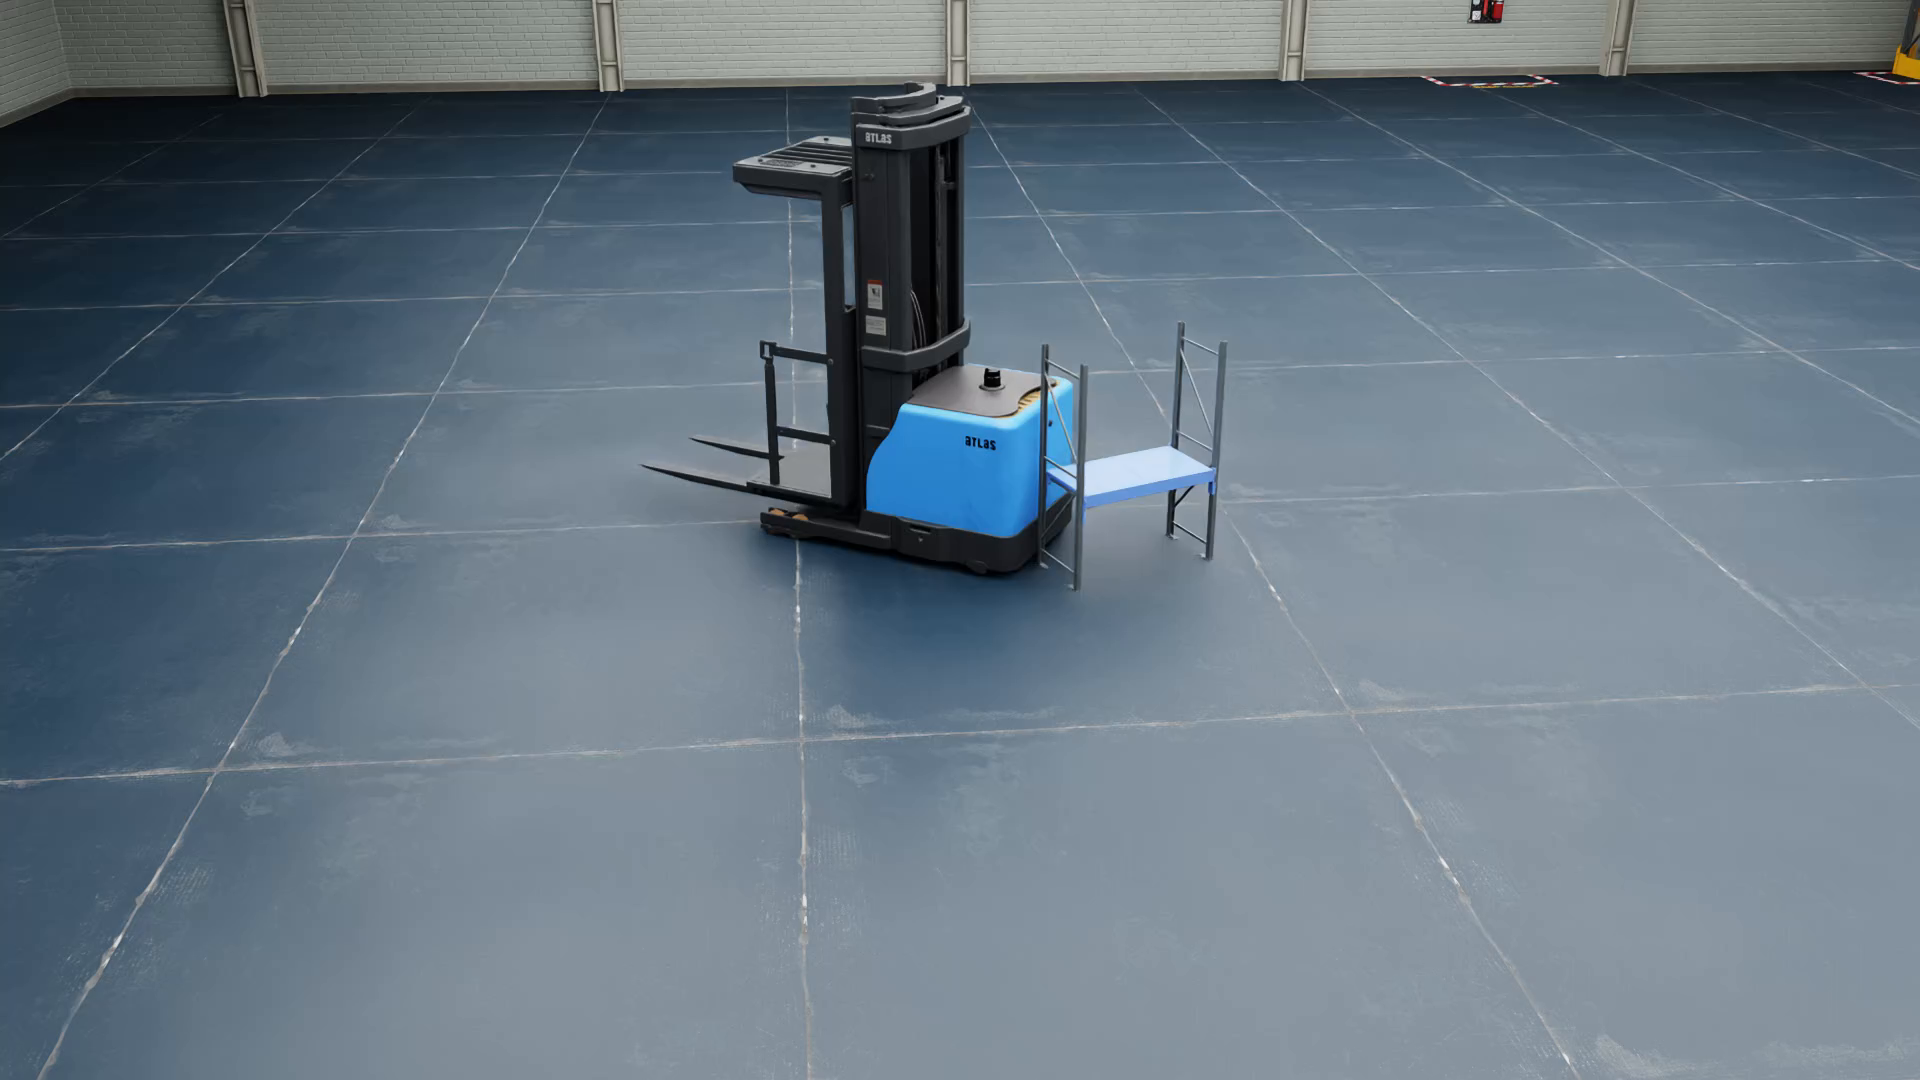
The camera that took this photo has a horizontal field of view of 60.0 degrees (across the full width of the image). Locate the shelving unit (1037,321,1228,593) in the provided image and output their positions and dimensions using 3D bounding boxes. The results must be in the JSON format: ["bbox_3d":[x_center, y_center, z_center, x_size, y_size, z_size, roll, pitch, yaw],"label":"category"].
[{"bbox_3d":[1.084,-0.541,10.620,1.048,1.500,0.538,-12,27,-25],"label":"shelving unit"}]

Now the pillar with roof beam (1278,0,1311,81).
[{"bbox_3d":[6.356,-10.629,24.083,0.400,9.000,9.100,-2,24,-5],"label":"pillar with roof beam"}]

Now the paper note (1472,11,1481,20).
[{"bbox_3d":[9.258,-9.402,29.794,0.142,0.148,0.016,-2,24,-5],"label":"paper note"}]

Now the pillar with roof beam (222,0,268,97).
[{"bbox_3d":[-11.557,-9.910,22.467,0.400,9.000,9.100,-2,24,-5],"label":"pillar with roof beam"}]

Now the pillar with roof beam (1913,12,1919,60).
[{"bbox_3d":[18.298,-11.108,25.161,0.400,9.000,9.100,-2,24,-5],"label":"pillar with roof beam"}]

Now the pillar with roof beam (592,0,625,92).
[{"bbox_3d":[-5.586,-10.150,23.006,0.400,9.000,9.100,-2,24,-5],"label":"pillar with roof beam"}]

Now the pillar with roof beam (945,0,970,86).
[{"bbox_3d":[0.385,-10.389,23.544,0.400,9.000,9.100,-2,24,-5],"label":"pillar with roof beam"}]

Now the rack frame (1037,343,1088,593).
[{"bbox_3d":[0.635,-0.444,10.403,0.032,1.500,0.500,-12,27,-25],"label":"rack frame"}]

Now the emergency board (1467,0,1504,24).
[{"bbox_3d":[9.441,-9.784,29.568,0.643,1.169,0.194,-2,24,-5],"label":"emergency board"}]

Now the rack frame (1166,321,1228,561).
[{"bbox_3d":[1.534,-0.637,10.836,0.032,1.500,0.500,-12,27,-25],"label":"rack frame"}]

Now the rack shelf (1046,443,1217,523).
[{"bbox_3d":[1.084,-0.376,10.693,1.000,0.185,0.538,-12,27,-25],"label":"rack shelf"}]

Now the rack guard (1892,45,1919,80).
[{"bbox_3d":[17.339,-8.590,29.959,0.348,0.500,1.175,-2,24,-5],"label":"rack guard"}]

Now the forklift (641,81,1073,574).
[{"bbox_3d":[-0.788,-1.521,11.064,3.031,2.935,1.130,12,26,24],"label":"forklift"}]

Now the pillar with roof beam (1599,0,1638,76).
[{"bbox_3d":[12.327,-10.868,24.622,0.400,9.000,9.100,-2,24,-5],"label":"pillar with roof beam"}]

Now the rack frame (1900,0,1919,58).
[{"bbox_3d":[17.263,-9.729,29.445,0.127,3.000,1.000,-2,24,-5],"label":"rack frame"}]

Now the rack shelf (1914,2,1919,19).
[{"bbox_3d":[19.253,-9.480,29.771,4.000,0.370,1.077,-2,24,-5],"label":"rack shelf"}]
